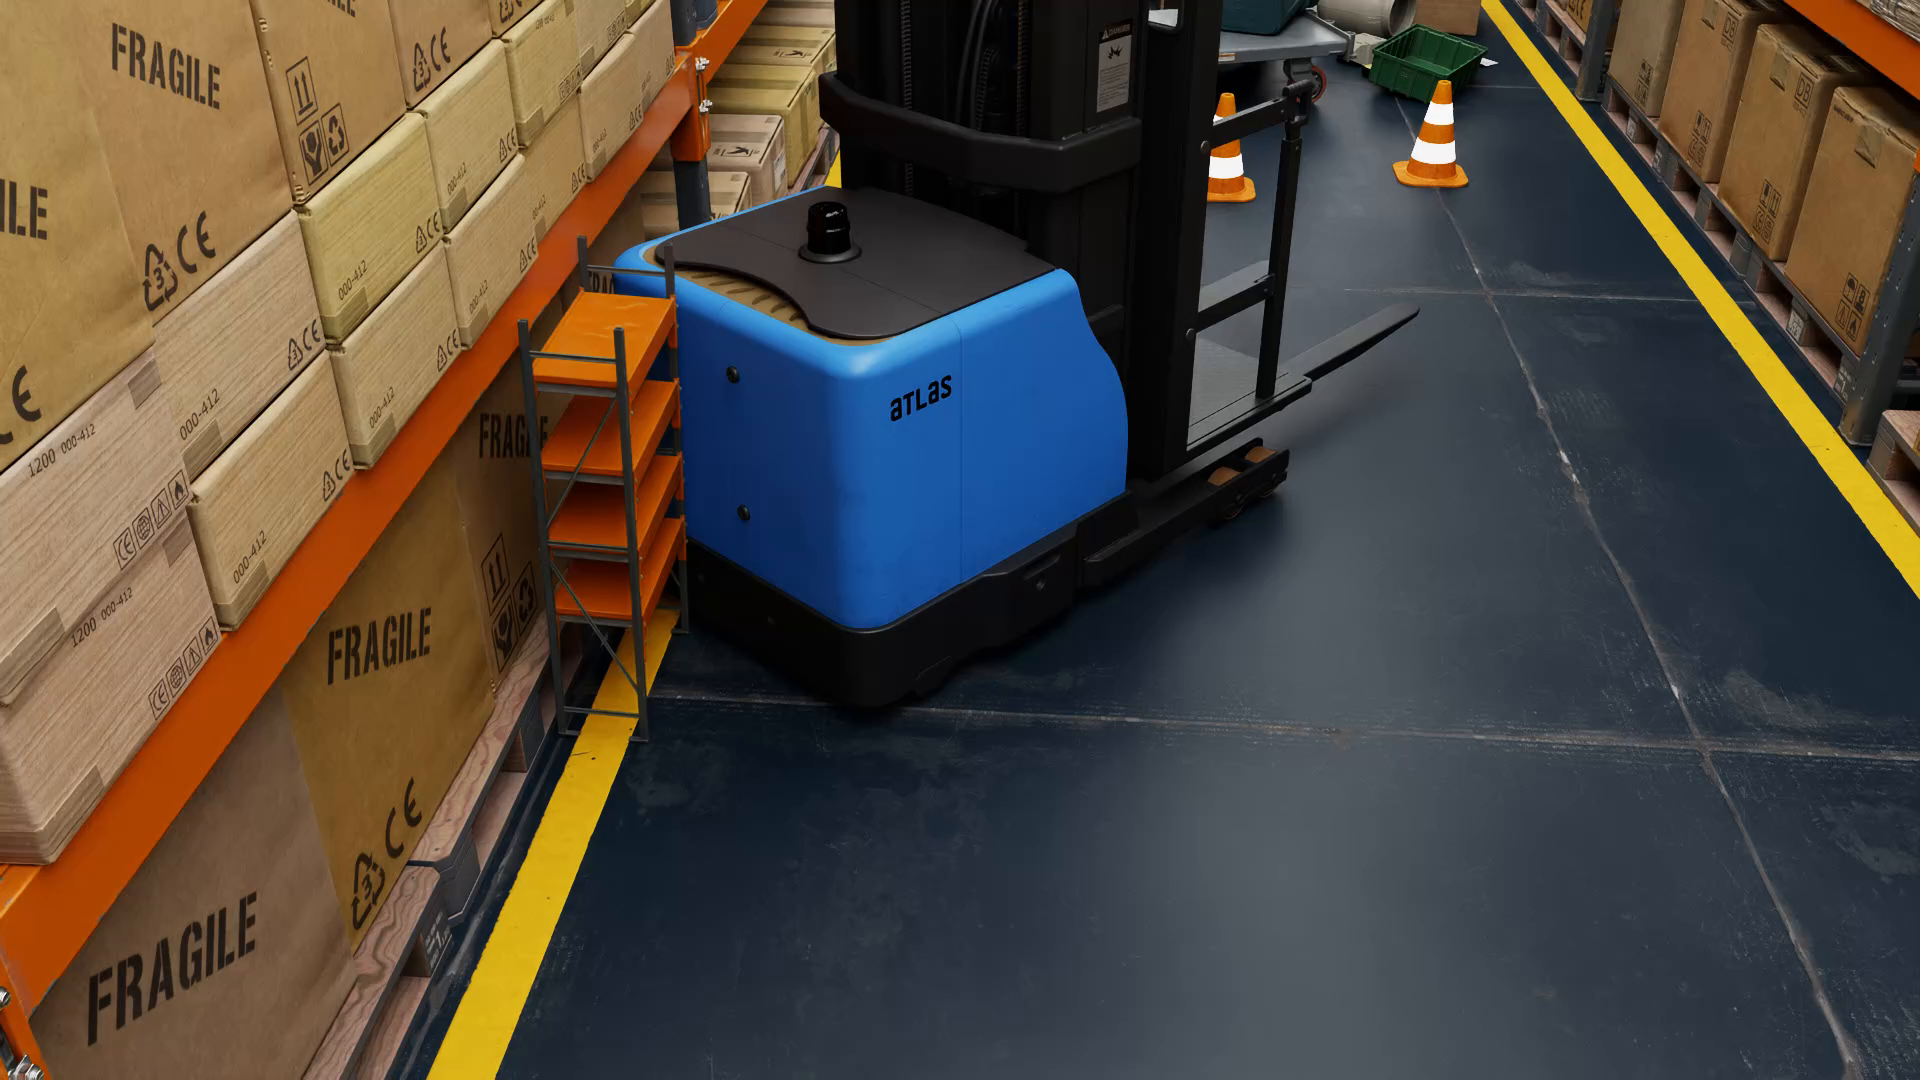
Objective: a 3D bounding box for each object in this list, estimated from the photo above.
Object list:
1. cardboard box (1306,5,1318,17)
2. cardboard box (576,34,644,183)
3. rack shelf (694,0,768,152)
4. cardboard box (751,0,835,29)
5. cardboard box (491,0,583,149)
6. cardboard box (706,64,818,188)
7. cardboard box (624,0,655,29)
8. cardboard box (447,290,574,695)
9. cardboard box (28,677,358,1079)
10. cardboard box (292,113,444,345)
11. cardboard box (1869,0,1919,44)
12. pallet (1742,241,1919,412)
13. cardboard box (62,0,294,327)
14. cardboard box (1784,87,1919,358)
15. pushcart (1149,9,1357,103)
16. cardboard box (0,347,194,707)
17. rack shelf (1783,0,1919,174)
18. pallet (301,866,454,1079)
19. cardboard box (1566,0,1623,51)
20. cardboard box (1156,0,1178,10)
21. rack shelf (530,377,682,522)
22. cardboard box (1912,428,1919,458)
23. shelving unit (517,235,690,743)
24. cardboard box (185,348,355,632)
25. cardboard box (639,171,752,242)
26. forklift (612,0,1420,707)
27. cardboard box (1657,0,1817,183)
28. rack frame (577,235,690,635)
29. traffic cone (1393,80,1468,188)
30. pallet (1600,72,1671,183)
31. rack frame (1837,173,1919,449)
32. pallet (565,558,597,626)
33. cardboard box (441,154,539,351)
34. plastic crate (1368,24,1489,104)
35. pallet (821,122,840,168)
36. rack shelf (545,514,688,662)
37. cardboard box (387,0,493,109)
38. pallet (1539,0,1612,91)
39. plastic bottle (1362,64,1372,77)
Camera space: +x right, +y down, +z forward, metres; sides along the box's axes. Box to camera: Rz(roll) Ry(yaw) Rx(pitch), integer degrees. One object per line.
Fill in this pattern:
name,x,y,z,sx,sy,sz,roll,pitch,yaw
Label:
cardboard box,2.220,-3.513,10.697,0.396,0.266,0.258,8,32,12
cardboard box,-1.160,-1.159,4.415,0.500,0.250,0.500,3,32,5
rack shelf,-1.189,-2.506,7.143,1.077,0.370,4.000,2,32,4
cardboard box,-1.066,-2.644,8.785,0.950,0.372,0.625,3,32,5
cardboard box,-1.197,-1.114,3.866,0.500,0.250,0.500,2,32,3
cardboard box,-1.176,-1.904,7.585,0.950,0.372,0.625,3,32,6
cardboard box,-1.138,-1.651,4.737,0.500,0.250,0.500,2,32,4
cardboard box,-1.568,-0.217,4.368,0.875,0.875,0.875,3,32,5
cardboard box,-1.707,0.723,2.842,0.875,0.875,0.875,3,32,6
cardboard box,-1.278,-0.578,2.996,0.500,0.250,0.500,3,32,5
cardboard box,3.359,-1.897,5.374,0.500,0.500,0.500,2,32,4
pallet,3.729,-0.830,6.395,1.003,0.211,1.213,2,32,4
cardboard box,-1.341,-0.628,2.362,0.500,0.500,0.500,2,32,4
cardboard box,3.729,-1.143,5.990,1.050,0.750,0.750,2,32,3
pushcart,1.250,-2.670,9.224,1.648,0.377,0.936,-8,33,-13
cardboard box,-1.361,-0.042,2.125,0.500,0.250,0.500,2,32,3
rack shelf,3.753,-2.347,6.886,1.077,0.370,4.000,2,32,4
pallet,-1.690,1.106,3.255,1.003,0.211,1.213,2,32,4
cardboard box,4.037,-3.300,9.370,0.875,0.875,0.875,3,32,5
cardboard box,1.612,-3.429,10.205,0.797,0.637,0.503,2,32,4
rack shelf,-0.879,-0.245,4.183,0.258,0.148,0.480,5,33,2
cardboard box,3.278,-0.363,4.963,0.500,0.500,0.500,1,32,2
shelving unit,-0.888,-0.114,4.268,0.258,1.200,0.503,5,33,2
cardboard box,-1.338,-0.100,2.697,0.500,0.250,0.500,2,32,3
cardboard box,-1.296,-1.122,6.315,0.950,0.372,0.625,0,32,1
forklift,0.435,-1.483,4.862,1.130,2.935,3.031,27,41,36
cardboard box,3.873,-2.088,7.523,1.050,0.750,0.750,2,32,4
rack frame,-0.867,-0.245,4.473,0.240,1.200,0.015,5,33,2
traffic cone,2.302,-1.983,8.026,0.336,0.463,0.334,2,32,4
pallet,3.928,-2.106,8.466,1.003,0.211,1.213,2,32,4
rack frame,3.590,-1.608,5.000,1.000,3.000,0.127,2,32,4
pallet,-1.491,-0.170,5.325,1.003,0.211,1.213,2,32,4
cardboard box,-1.230,-0.629,3.554,0.500,0.250,0.500,2,32,3
plastic crate,2.624,-2.674,9.355,0.450,0.188,0.662,29,41,23
pallet,-1.088,-2.264,8.722,1.003,0.211,1.213,2,32,4
rack shelf,-0.902,0.109,4.413,0.258,0.148,0.480,5,33,2
cardboard box,-1.262,-1.161,3.226,0.500,0.500,0.500,2,32,3
pallet,4.056,-2.907,9.765,1.003,0.211,1.213,2,32,4
plastic bottle,2.434,-2.657,9.504,0.133,0.061,0.283,-14,34,-21
